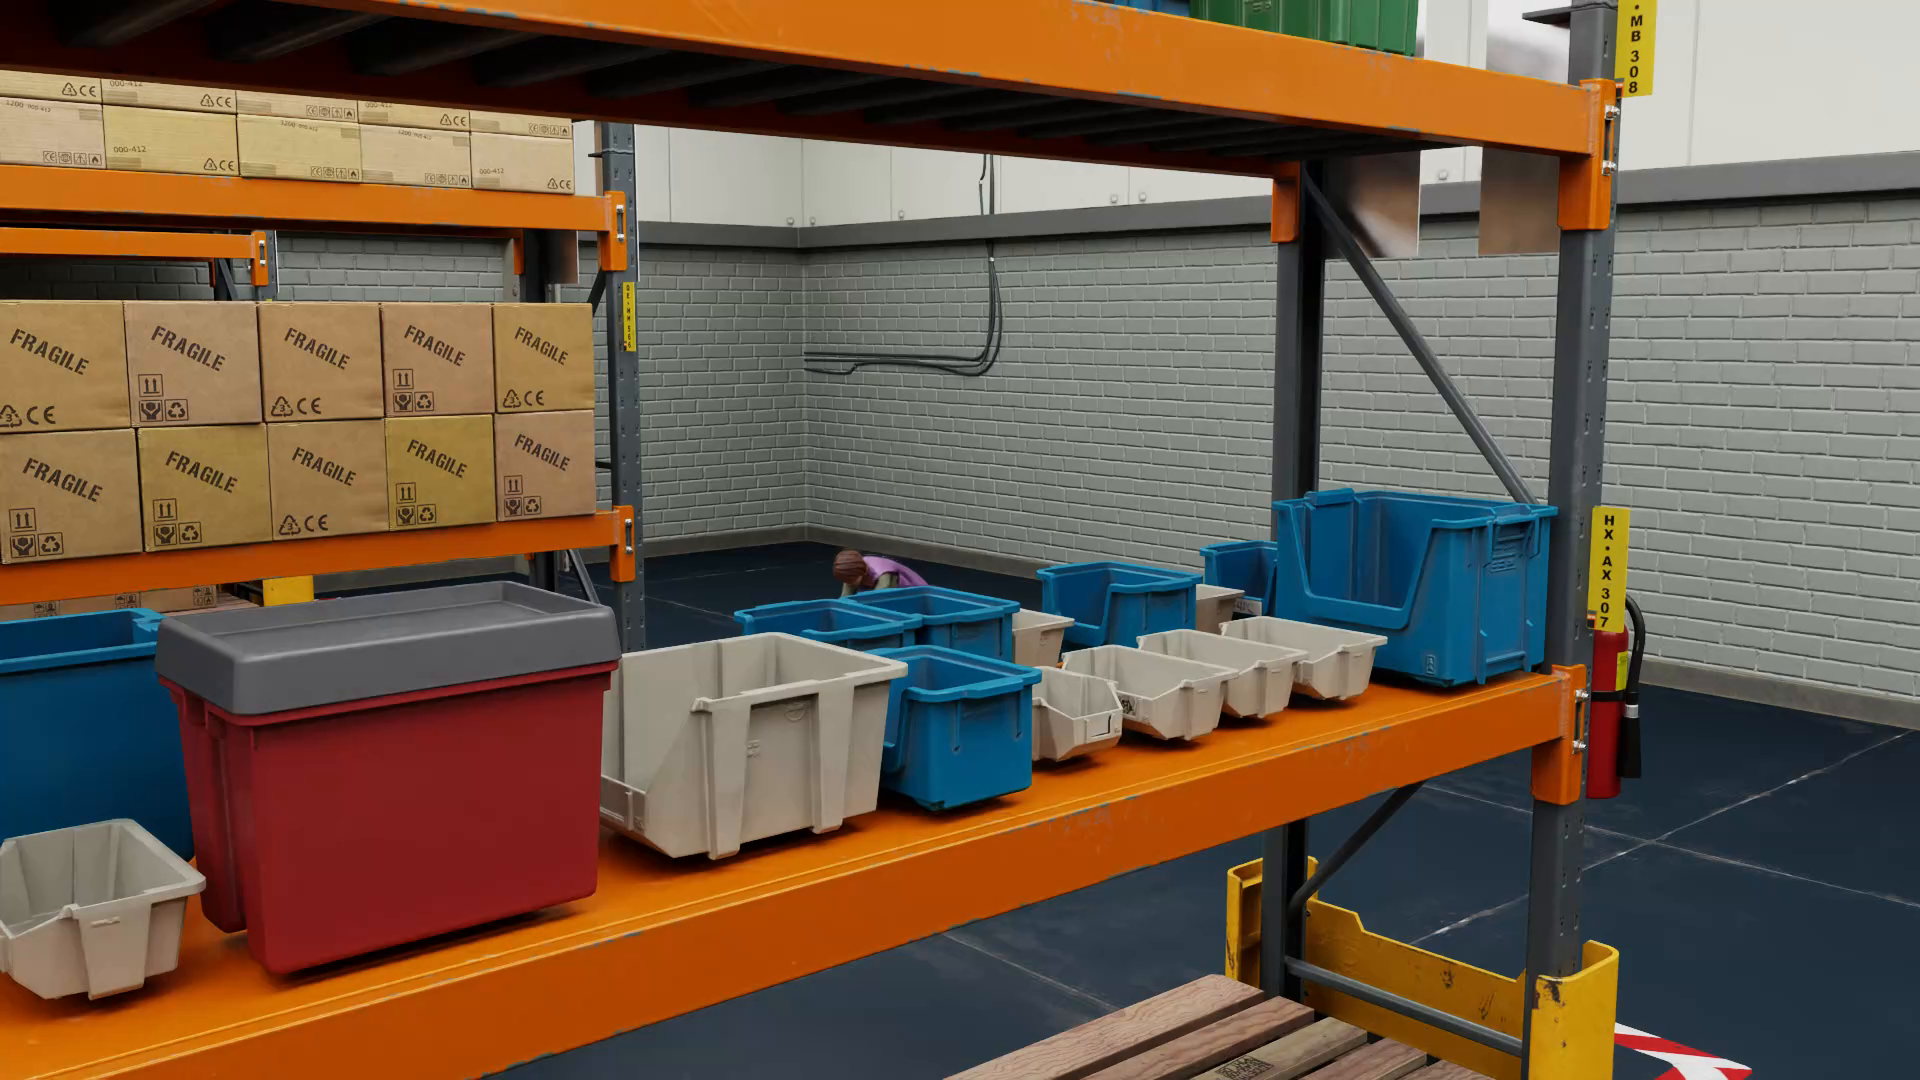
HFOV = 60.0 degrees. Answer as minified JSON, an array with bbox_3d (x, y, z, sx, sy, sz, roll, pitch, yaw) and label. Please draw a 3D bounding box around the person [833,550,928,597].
[{"bbox_3d":[-0.517,0.422,10.786,0.803,0.778,0.437,-7,10,-41],"label":"person"}]
